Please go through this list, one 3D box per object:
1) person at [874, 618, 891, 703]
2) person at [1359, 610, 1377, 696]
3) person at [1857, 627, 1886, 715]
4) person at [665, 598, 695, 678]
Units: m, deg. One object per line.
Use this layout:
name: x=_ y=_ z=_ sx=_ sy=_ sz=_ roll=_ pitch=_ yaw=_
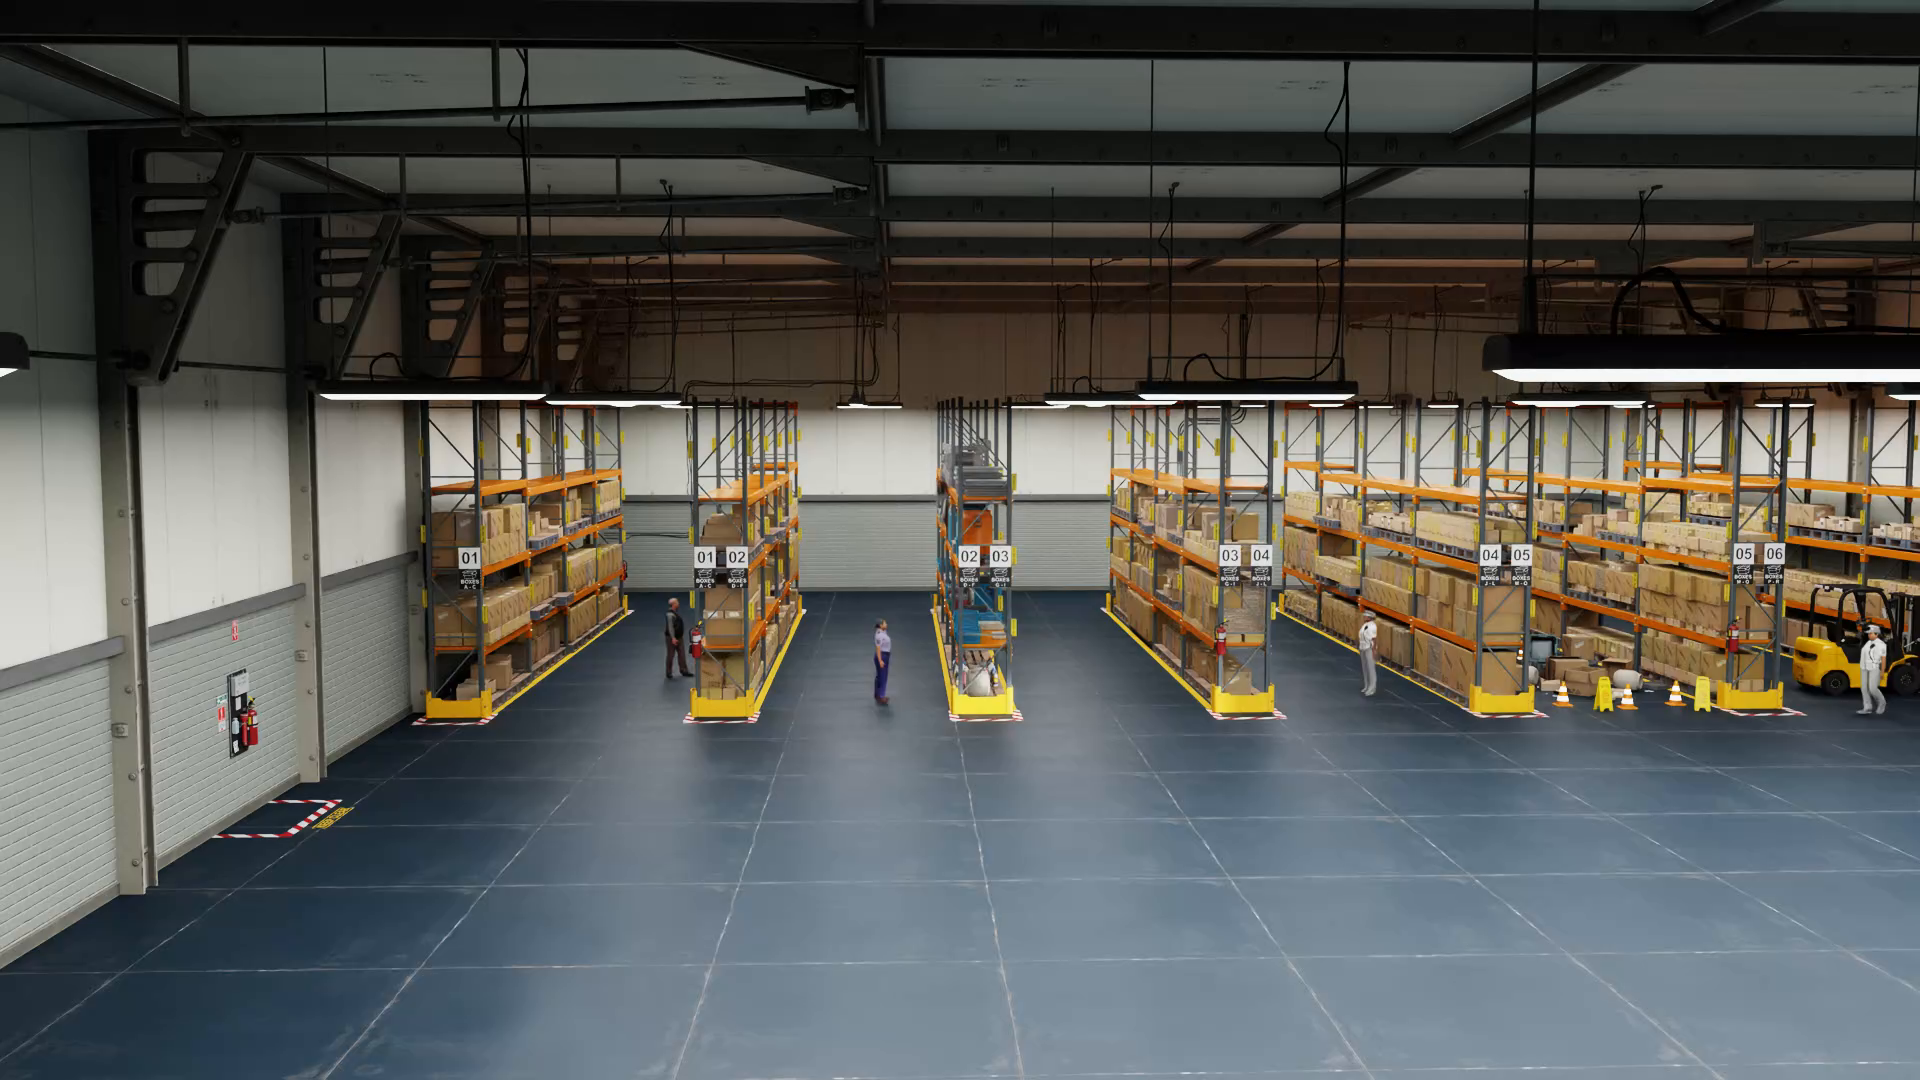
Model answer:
person: x=-1.537 y=2.375 z=32.902 sx=0.345 sy=1.644 sz=0.567 roll=0 pitch=4 yaw=0
person: x=8.298 y=2.281 z=33.816 sx=0.411 sy=1.693 sz=0.569 roll=-1 pitch=5 yaw=-18
person: x=17.198 y=2.460 z=31.324 sx=0.471 sy=1.660 sz=0.497 roll=-2 pitch=5 yaw=-25
person: x=-6.082 y=2.108 z=35.786 sx=0.577 sy=1.715 sz=0.573 roll=2 pitch=5 yaw=23
